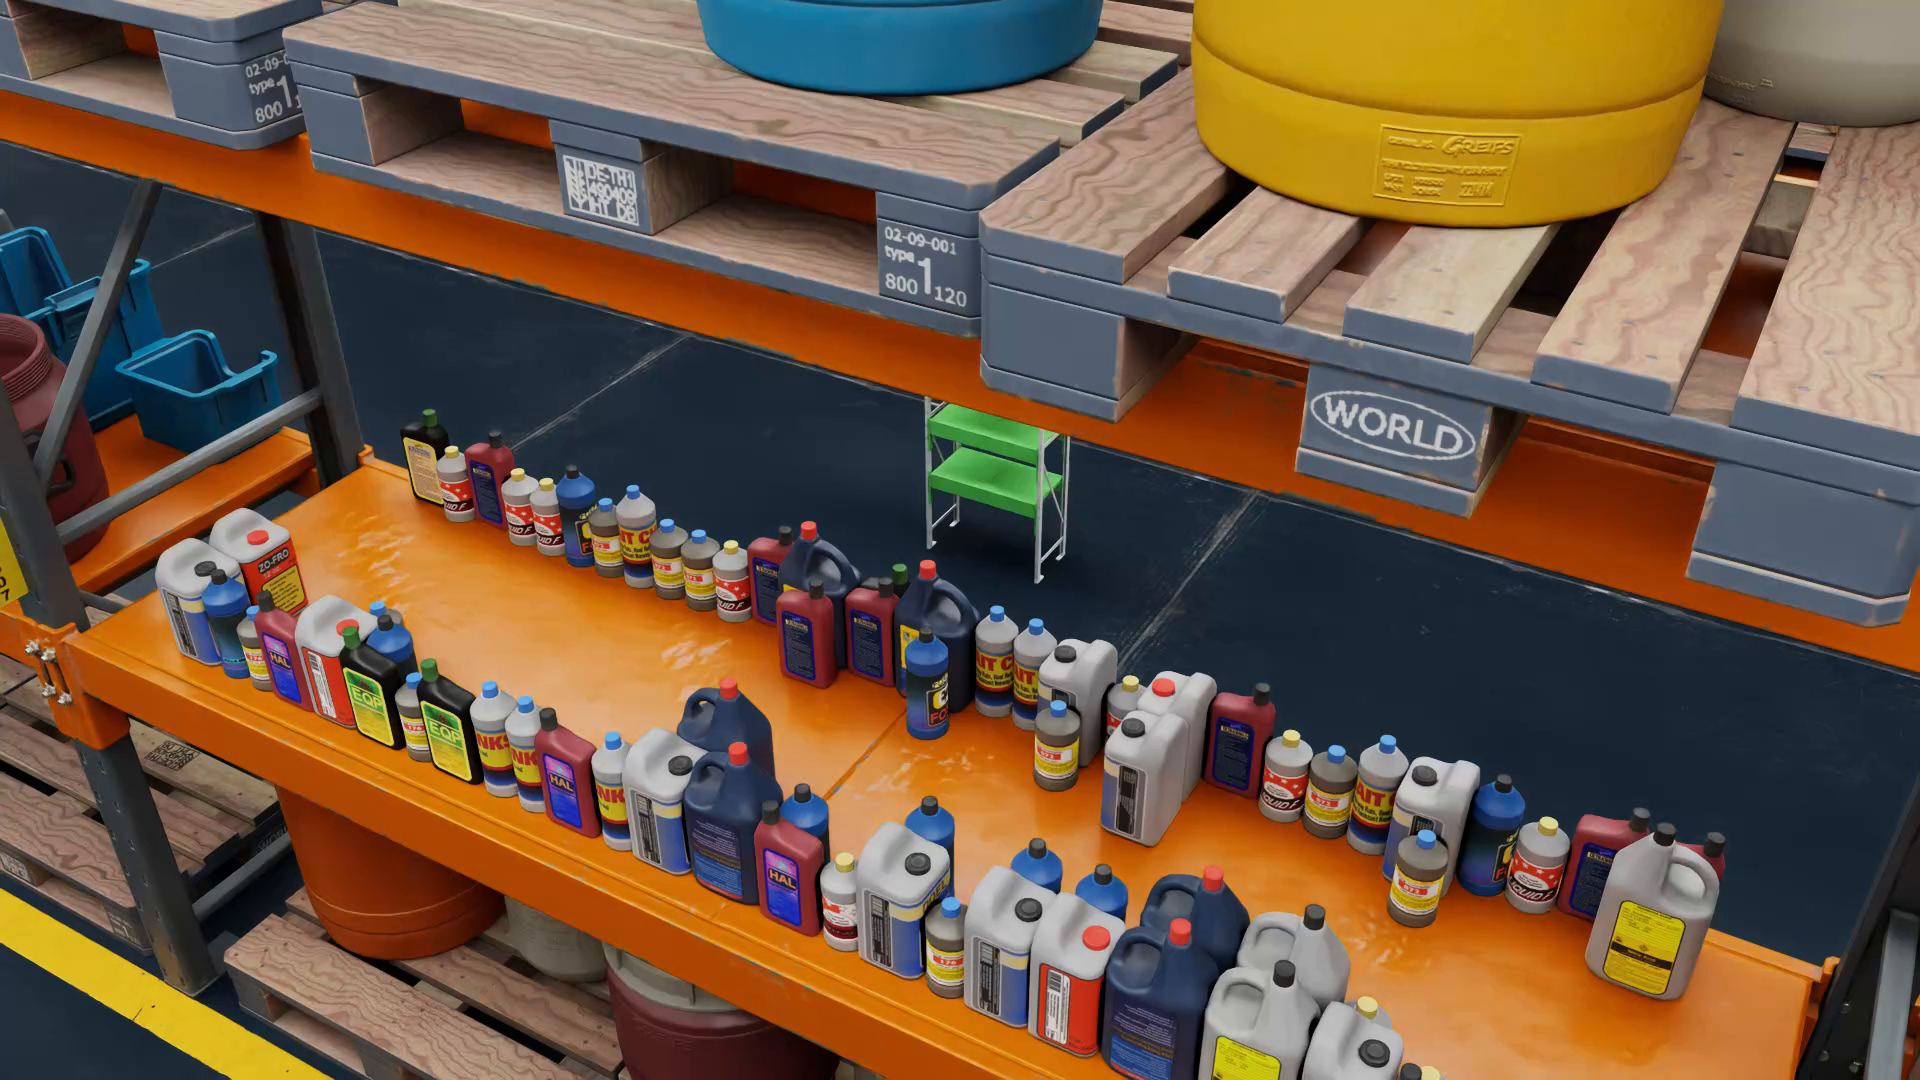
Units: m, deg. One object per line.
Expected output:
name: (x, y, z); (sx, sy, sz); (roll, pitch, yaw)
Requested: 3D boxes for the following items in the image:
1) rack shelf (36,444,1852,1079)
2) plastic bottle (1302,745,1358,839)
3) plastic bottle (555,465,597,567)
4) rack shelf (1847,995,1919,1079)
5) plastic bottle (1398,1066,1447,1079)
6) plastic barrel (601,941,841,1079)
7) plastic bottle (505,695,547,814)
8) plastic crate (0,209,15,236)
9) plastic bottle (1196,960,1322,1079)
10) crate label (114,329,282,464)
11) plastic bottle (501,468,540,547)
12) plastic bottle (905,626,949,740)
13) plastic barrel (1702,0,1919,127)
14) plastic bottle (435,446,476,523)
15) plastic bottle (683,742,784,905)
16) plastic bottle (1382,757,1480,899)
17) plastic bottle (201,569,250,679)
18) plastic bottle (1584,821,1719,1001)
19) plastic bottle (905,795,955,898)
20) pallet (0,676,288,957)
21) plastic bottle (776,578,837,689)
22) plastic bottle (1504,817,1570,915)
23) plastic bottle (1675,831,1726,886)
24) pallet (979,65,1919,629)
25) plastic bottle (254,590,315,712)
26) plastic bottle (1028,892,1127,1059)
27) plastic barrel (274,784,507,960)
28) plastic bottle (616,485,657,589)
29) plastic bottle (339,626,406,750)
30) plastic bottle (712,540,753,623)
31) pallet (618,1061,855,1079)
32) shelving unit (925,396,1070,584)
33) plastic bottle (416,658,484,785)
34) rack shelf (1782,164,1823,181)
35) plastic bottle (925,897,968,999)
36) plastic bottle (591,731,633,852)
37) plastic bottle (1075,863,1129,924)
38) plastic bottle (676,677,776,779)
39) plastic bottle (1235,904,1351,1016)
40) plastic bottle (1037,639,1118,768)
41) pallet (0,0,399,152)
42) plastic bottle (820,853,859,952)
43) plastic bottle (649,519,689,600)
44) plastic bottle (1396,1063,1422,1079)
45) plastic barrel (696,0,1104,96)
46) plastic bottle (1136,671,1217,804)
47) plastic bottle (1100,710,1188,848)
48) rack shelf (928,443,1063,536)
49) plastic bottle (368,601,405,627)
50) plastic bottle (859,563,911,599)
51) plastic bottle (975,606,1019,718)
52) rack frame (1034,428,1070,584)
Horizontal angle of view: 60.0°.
rack shelf: (-0.264, 0.664, 3.696); (4.000, 0.370, 1.077); (18, 37, 24)
plastic bottle: (0.770, 0.514, 3.451); (0.097, 0.201, 0.097); (0, 34, 0)
plastic bottle: (-0.977, -0.069, 4.263); (0.097, 0.271, 0.097); (0, 34, 0)
rack shelf: (3.209, 1.764, 2.044); (4.000, 0.370, 1.077); (18, 37, 24)
plastic bottle: (0.770, 0.959, 2.782); (0.097, 0.201, 0.097); (0, 34, 0)
plastic barrel: (-0.587, 1.080, 4.218); (0.708, 0.588, 0.600); (18, 37, 24)
plastic bottle: (-0.896, 0.442, 3.497); (0.097, 0.271, 0.097); (0, 34, 0)
plastic crate: (-3.252, -0.804, 5.193); (0.583, 0.464, 0.402); (18, 37, 24)
plastic bottle: (0.512, 0.840, 2.827); (0.185, 0.351, 0.144); (18, 37, 24)
crate label: (-2.180, -0.412, 4.814); (0.416, 0.233, 0.303); (18, 37, 24)
plastic bottle: (-1.146, -0.093, 4.363); (0.097, 0.201, 0.097); (0, 34, 0)
plastic bottle: (-0.074, 0.310, 3.695); (0.097, 0.271, 0.097); (0, 34, 0)
plastic barrel: (1.140, -0.831, 2.084); (0.433, 0.535, 0.433); (0, 34, 0)
plastic bottle: (-1.347, -0.157, 4.458); (0.097, 0.201, 0.097); (0, 34, 0)
plastic bottle: (-0.445, 0.537, 3.282); (0.185, 0.351, 0.144); (18, 37, 24)
plastic bottle: (0.942, 0.555, 3.323); (0.135, 0.276, 0.152); (18, 37, 24)
plastic bottle: (-1.698, 0.187, 3.878); (0.097, 0.271, 0.097); (0, 34, 0)
plastic bottle: (1.292, 0.671, 3.081); (0.185, 0.351, 0.144); (18, 37, 24)
plastic bottle: (-0.058, 0.610, 3.244); (0.097, 0.271, 0.097); (0, 34, 0)
pallet: (-2.654, 0.743, 5.443); (1.213, 0.211, 1.003); (18, 37, 24)
plastic bottle: (-0.356, 0.203, 3.844); (0.133, 0.283, 0.061); (18, 37, 24)
plastic bottle: (1.141, 0.631, 3.275); (0.097, 0.201, 0.097); (0, 34, 0)
plastic bottle: (1.366, 0.657, 3.163); (0.133, 0.283, 0.061); (18, 37, 24)
pallet: (0.743, -0.424, 2.145); (1.003, 0.211, 1.213); (18, 37, 24)
plastic bottle: (-1.523, 0.250, 3.774); (0.133, 0.283, 0.061); (18, 37, 24)
plastic bottle: (0.215, 0.774, 2.993); (0.135, 0.276, 0.152); (18, 37, 24)
plastic barrel: (-1.567, 0.669, 4.618); (0.708, 0.830, 0.600); (18, 37, 24)
plastic bottle: (-0.808, -0.015, 4.183); (0.097, 0.271, 0.097); (0, 34, 0)
plastic bottle: (-1.290, 0.323, 3.663); (0.133, 0.283, 0.061); (18, 37, 24)
plastic bottle: (-0.555, 0.094, 4.081); (0.097, 0.201, 0.097); (0, 34, 0)
pallet: (-0.240, 1.508, 4.295); (1.213, 0.211, 1.003); (18, 37, 24)
shelving unit: (0.144, -0.454, 6.349); (0.503, 1.200, 0.258); (18, 37, 24)
plastic bottle: (-1.090, 0.387, 3.568); (0.133, 0.283, 0.061); (18, 37, 24)
rack shelf: (2.197, -1.719, 7.274); (4.000, 0.370, 1.077); (18, 37, 24)
plastic bottle: (-0.016, 0.749, 3.098); (0.097, 0.201, 0.097); (0, 34, 0)
plastic bottle: (-0.696, 0.505, 3.401); (0.097, 0.271, 0.097); (0, 34, 0)
plastic bottle: (0.260, 0.711, 3.092); (0.097, 0.271, 0.097); (0, 34, 0)
plastic bottle: (-0.486, 0.426, 3.448); (0.185, 0.351, 0.144); (18, 37, 24)
plastic bottle: (0.583, 0.770, 2.932); (0.185, 0.351, 0.144); (18, 37, 24)
plastic bottle: (0.254, 0.337, 3.650); (0.135, 0.276, 0.152); (18, 37, 24)
pallet: (-1.385, -1.098, 3.157); (1.213, 0.211, 1.003); (18, 37, 24)
plastic bottle: (-0.218, 0.686, 3.194); (0.097, 0.201, 0.097); (0, 34, 0)
plastic bottle: (-0.724, 0.041, 4.162); (0.097, 0.201, 0.097); (0, 34, 0)
plastic bottle: (0.746, 0.968, 2.695); (0.133, 0.283, 0.061); (18, 37, 24)
plastic barrel: (-0.085, -1.113, 2.178); (0.708, 0.901, 0.600); (18, 37, 24)
plastic bottle: (0.455, 0.401, 3.554); (0.135, 0.276, 0.152); (18, 37, 24)
plastic bottle: (0.380, 0.474, 3.444); (0.135, 0.276, 0.152); (18, 37, 24)
rack shelf: (0.144, -0.201, 6.518); (0.480, 0.148, 0.258); (18, 37, 24)
plastic bottle: (-1.338, 0.234, 3.872); (0.097, 0.201, 0.097); (0, 34, 0)
plastic bottle: (-0.169, 0.171, 3.893); (0.133, 0.283, 0.061); (18, 37, 24)
plastic bottle: (0.083, 0.267, 3.759); (0.097, 0.271, 0.097); (0, 34, 0)
rack frame: (0.356, -0.387, 6.248); (0.015, 1.200, 0.240); (18, 37, 24)
